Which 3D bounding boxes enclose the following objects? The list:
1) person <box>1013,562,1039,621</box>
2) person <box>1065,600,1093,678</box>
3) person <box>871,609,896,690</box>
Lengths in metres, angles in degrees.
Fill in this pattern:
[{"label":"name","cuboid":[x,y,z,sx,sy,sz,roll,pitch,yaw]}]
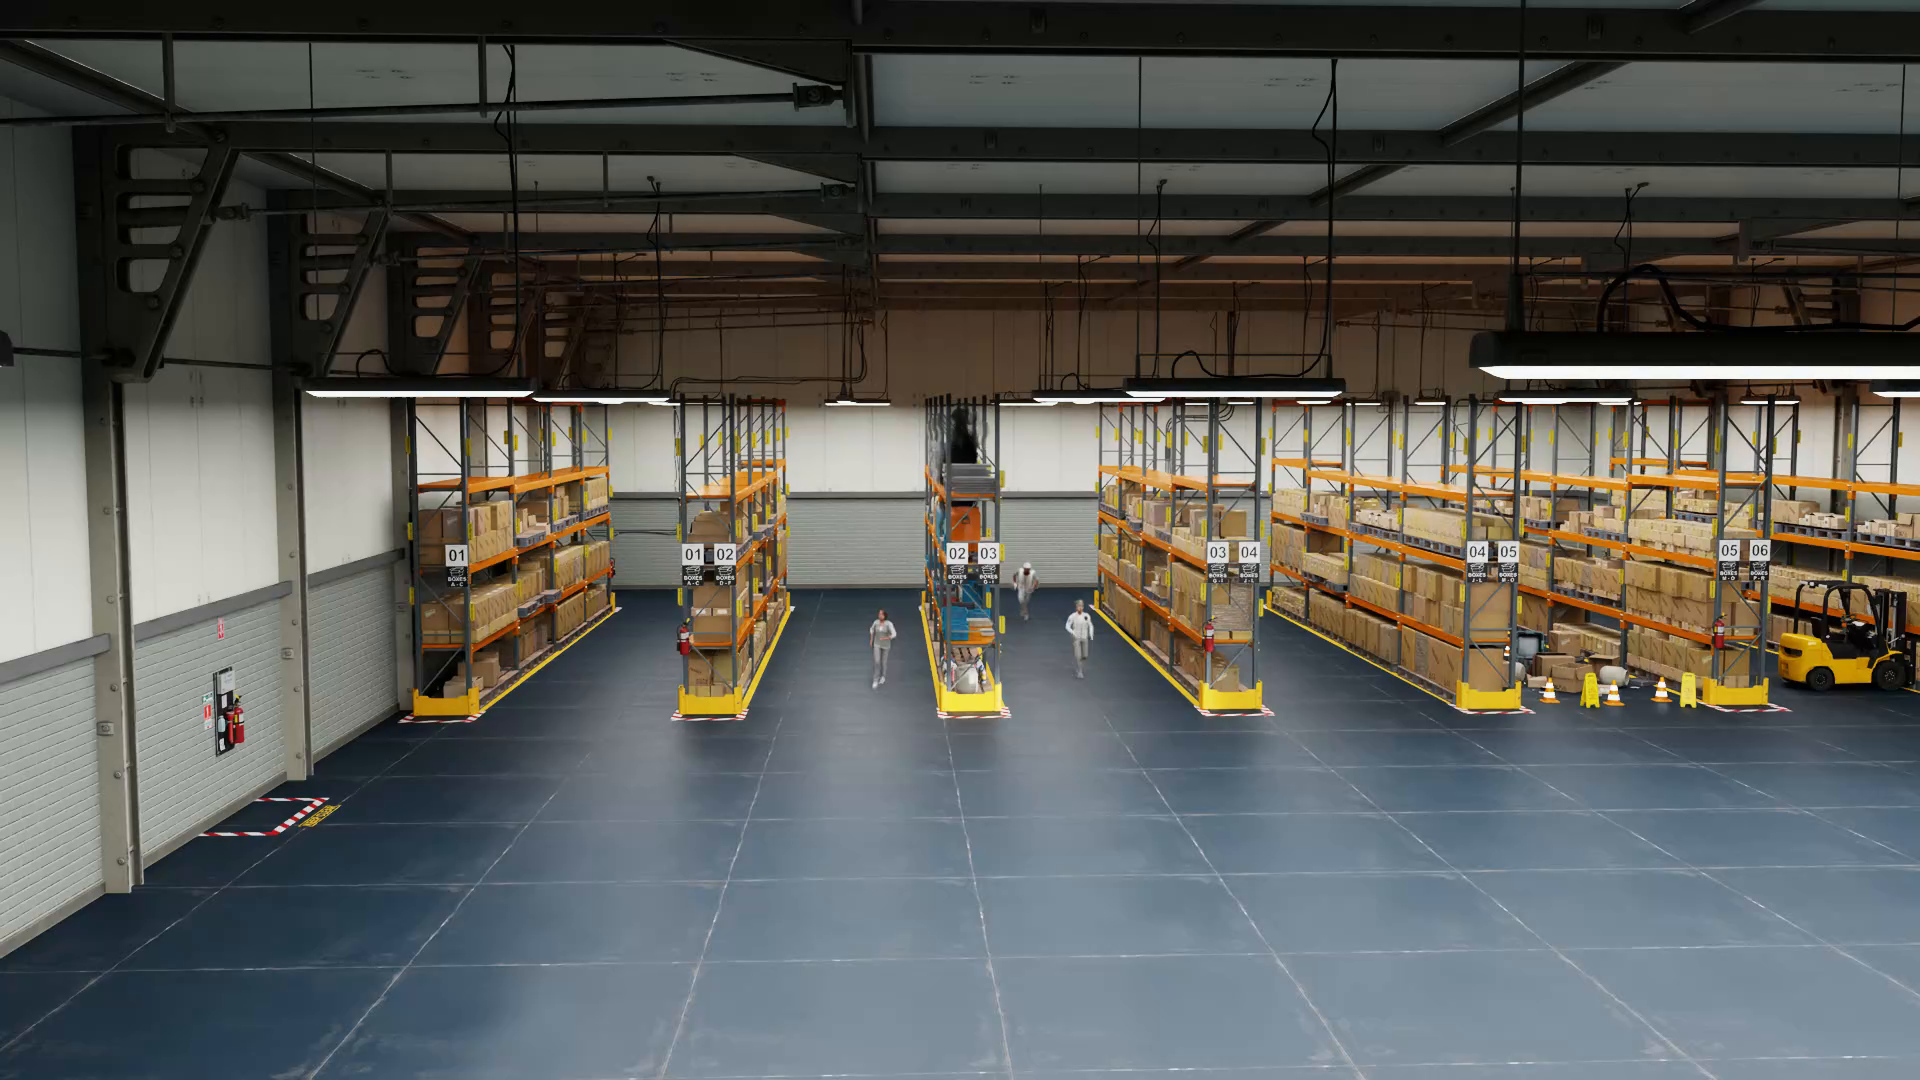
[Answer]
[{"label":"person","cuboid":[1.794,1.370,45.229,0.692,1.613,1.127,0,5,0]},{"label":"person","cuboid":[2.563,2.101,35.539,0.616,1.660,0.531,-1,5,-8]},{"label":"person","cuboid":[-1.578,2.229,34.164,0.548,1.631,0.717,0,5,3]}]
